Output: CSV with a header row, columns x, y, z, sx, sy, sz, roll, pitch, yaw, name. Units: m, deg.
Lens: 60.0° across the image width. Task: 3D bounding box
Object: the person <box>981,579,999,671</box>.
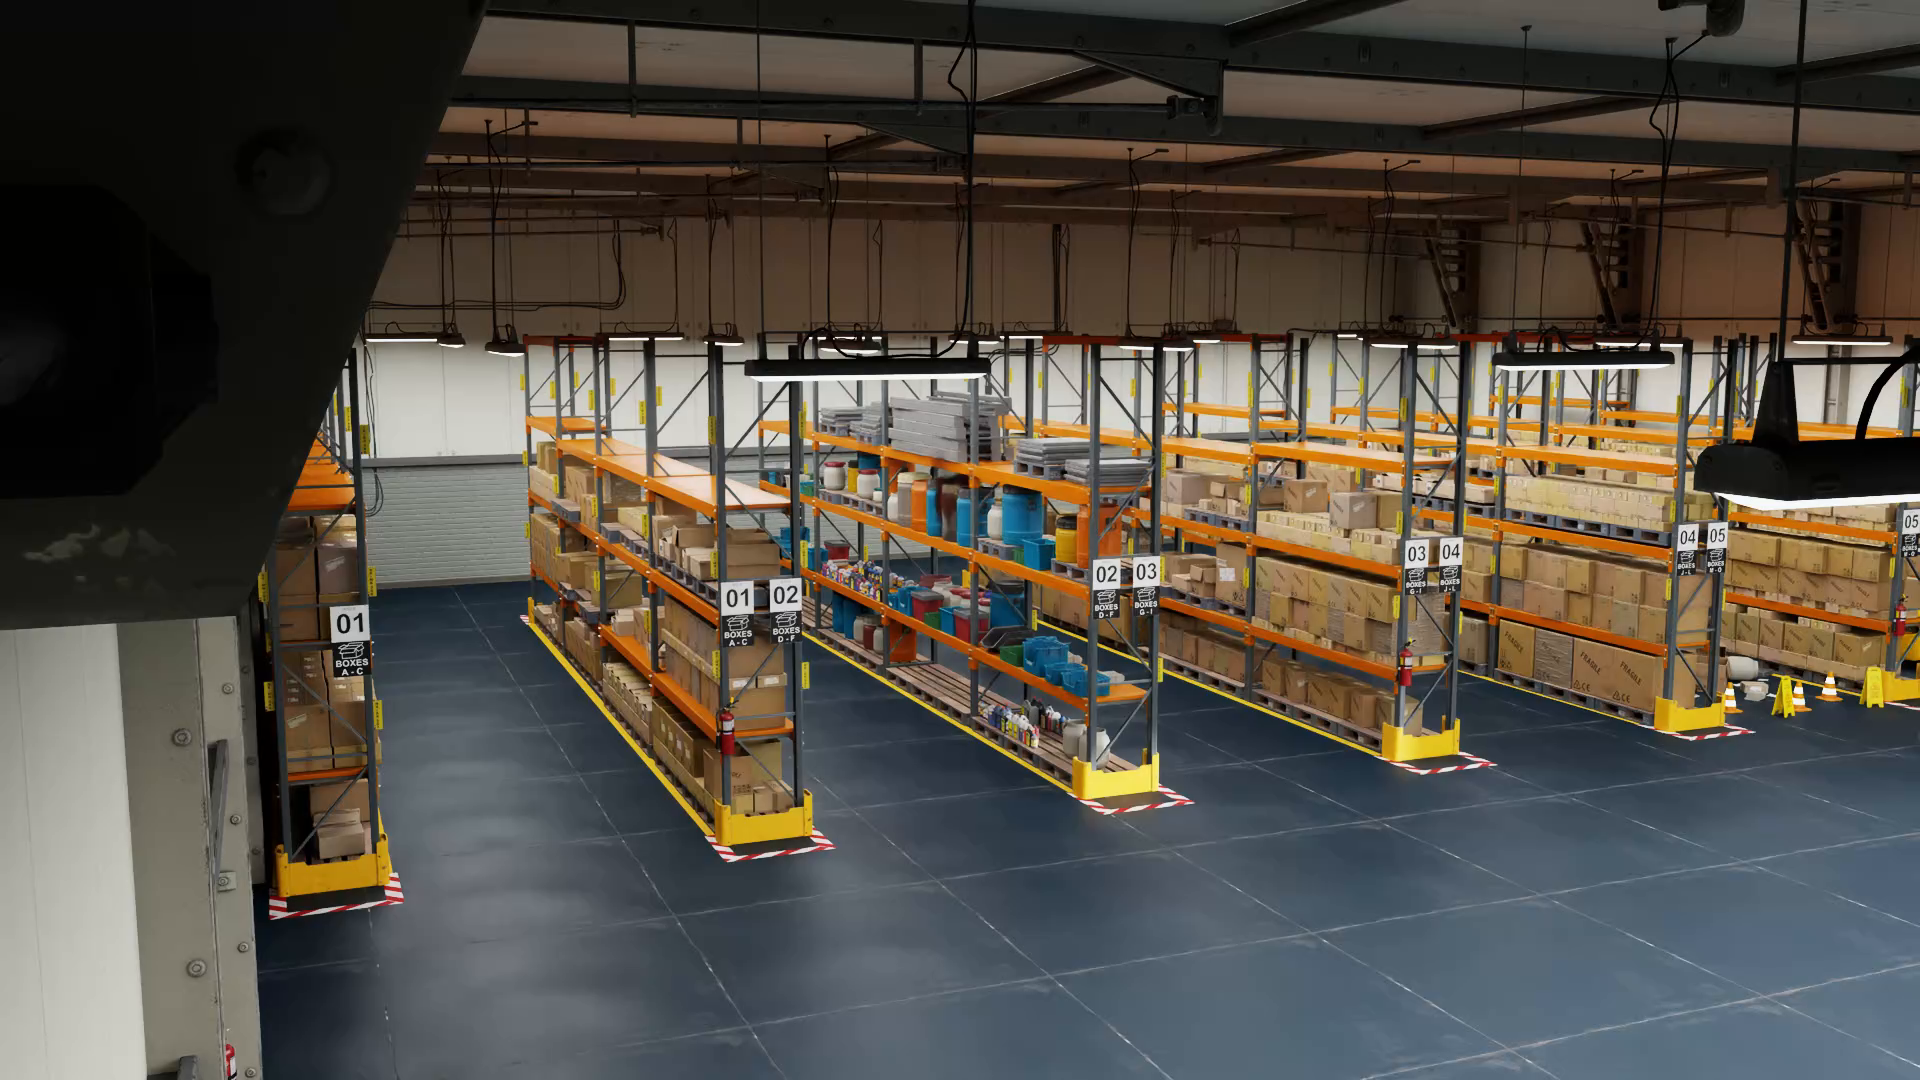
x,y,z,sx,sy,sz,roll,pitch,yaw,name
0.601,1.526,30.003,0.411,1.680,0.558,-1,8,-8,person
